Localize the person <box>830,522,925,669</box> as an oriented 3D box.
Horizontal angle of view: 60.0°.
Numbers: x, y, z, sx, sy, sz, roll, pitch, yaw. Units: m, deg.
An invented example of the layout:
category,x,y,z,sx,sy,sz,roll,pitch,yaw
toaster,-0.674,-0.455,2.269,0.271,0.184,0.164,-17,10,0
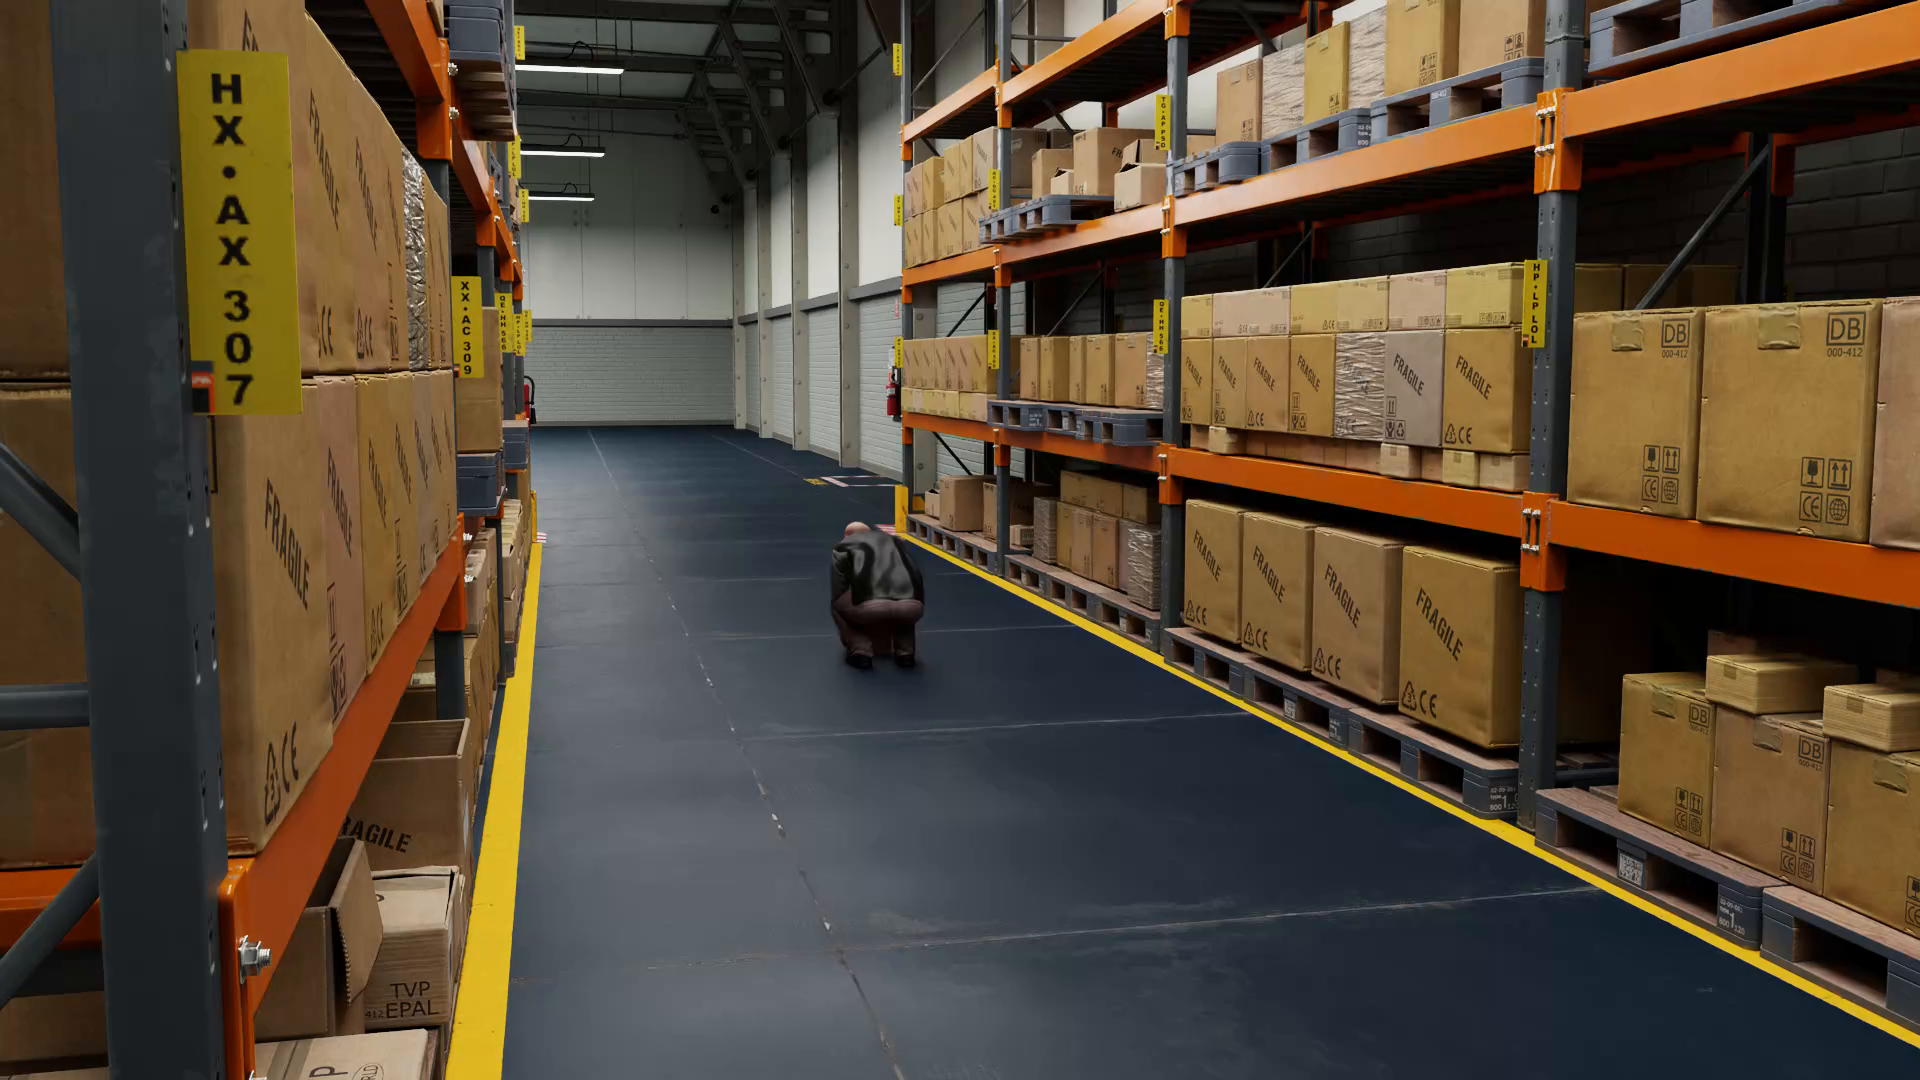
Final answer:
category,x,y,z,sx,sy,sz,roll,pitch,yaw
person,-0.514,0.336,10.190,0.530,0.833,0.877,-1,6,-14
